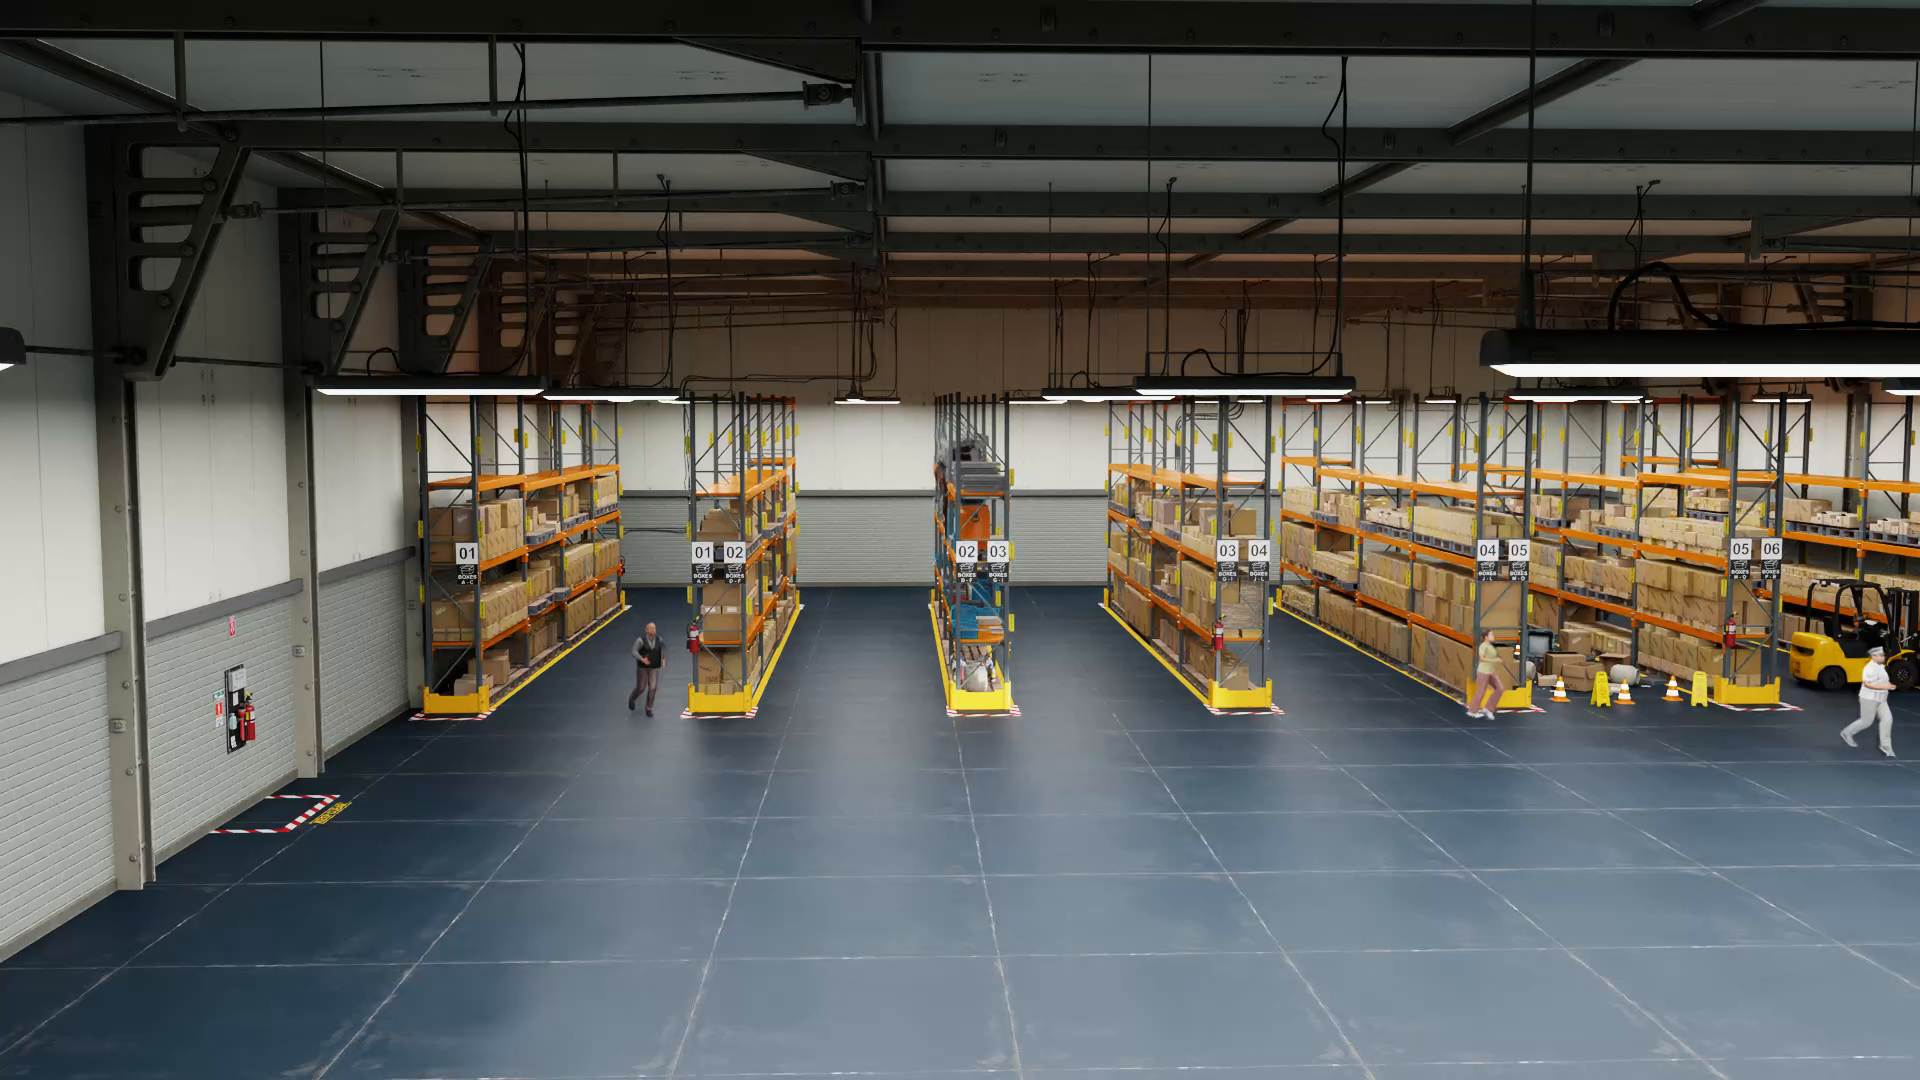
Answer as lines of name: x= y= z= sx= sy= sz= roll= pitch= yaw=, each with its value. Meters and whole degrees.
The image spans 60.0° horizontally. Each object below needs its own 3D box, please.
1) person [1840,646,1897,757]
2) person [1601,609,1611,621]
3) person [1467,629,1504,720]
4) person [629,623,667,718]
person: x=15.054 y=2.658 z=27.498 sx=0.691 sy=1.853 sz=0.913 roll=-4 pitch=6 yaw=-38
person: x=16.949 y=1.419 z=43.996 sx=0.710 sy=1.580 sz=1.026 roll=-1 pitch=5 yaw=-14
person: x=9.652 y=2.461 z=30.439 sx=0.660 sy=1.688 sz=0.588 roll=5 pitch=6 yaw=45
person: x=-5.788 y=2.401 z=31.025 sx=0.713 sy=1.724 sz=0.835 roll=-2 pitch=5 yaw=-27
